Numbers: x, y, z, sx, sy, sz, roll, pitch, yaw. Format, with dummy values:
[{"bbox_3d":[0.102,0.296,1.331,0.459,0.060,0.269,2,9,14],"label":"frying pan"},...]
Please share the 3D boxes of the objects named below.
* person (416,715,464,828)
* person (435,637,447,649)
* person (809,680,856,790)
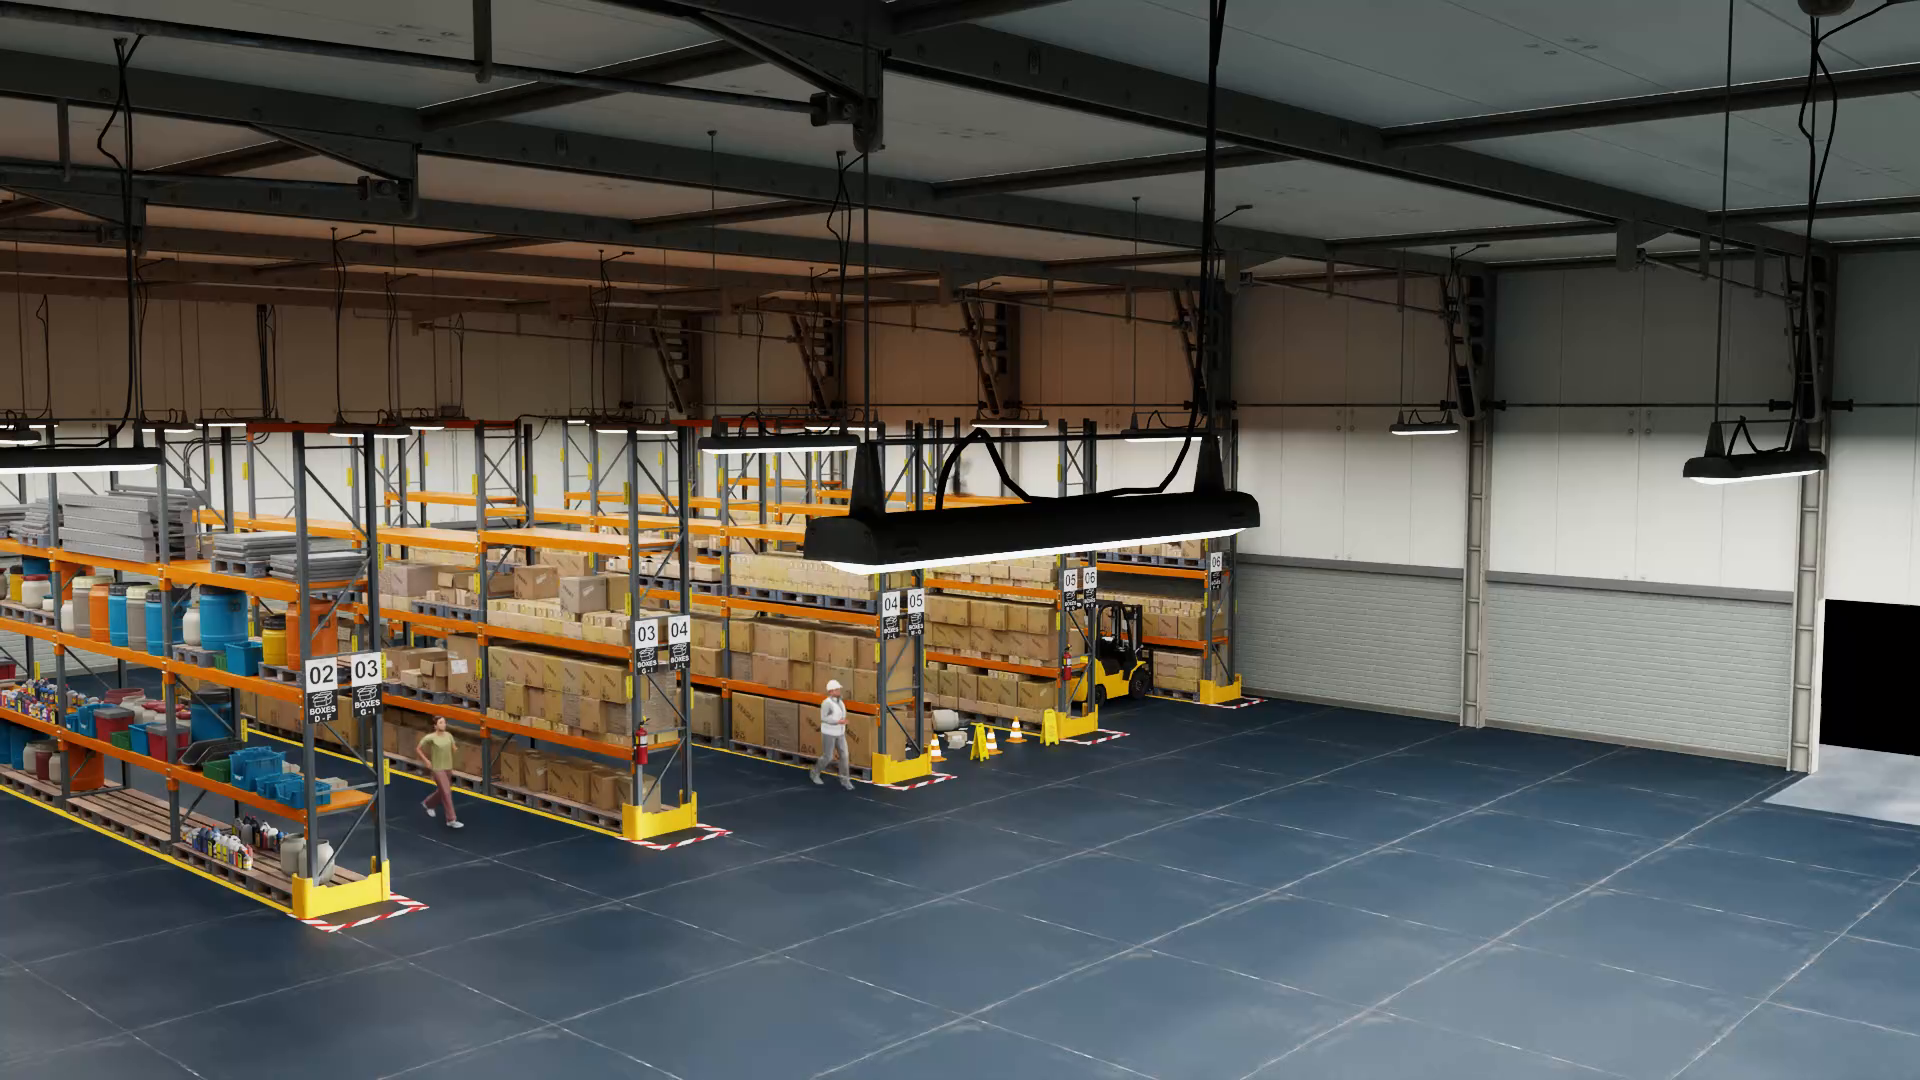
[{"bbox_3d":[-7.787,3.440,24.942,0.964,1.649,0.580,3,5,31],"label":"person"},{"bbox_3d":[-12.314,2.198,40.046,0.697,1.817,0.721,2,5,20],"label":"person"},{"bbox_3d":[-2.102,3.209,27.391,0.815,1.826,0.674,3,5,31],"label":"person"}]
